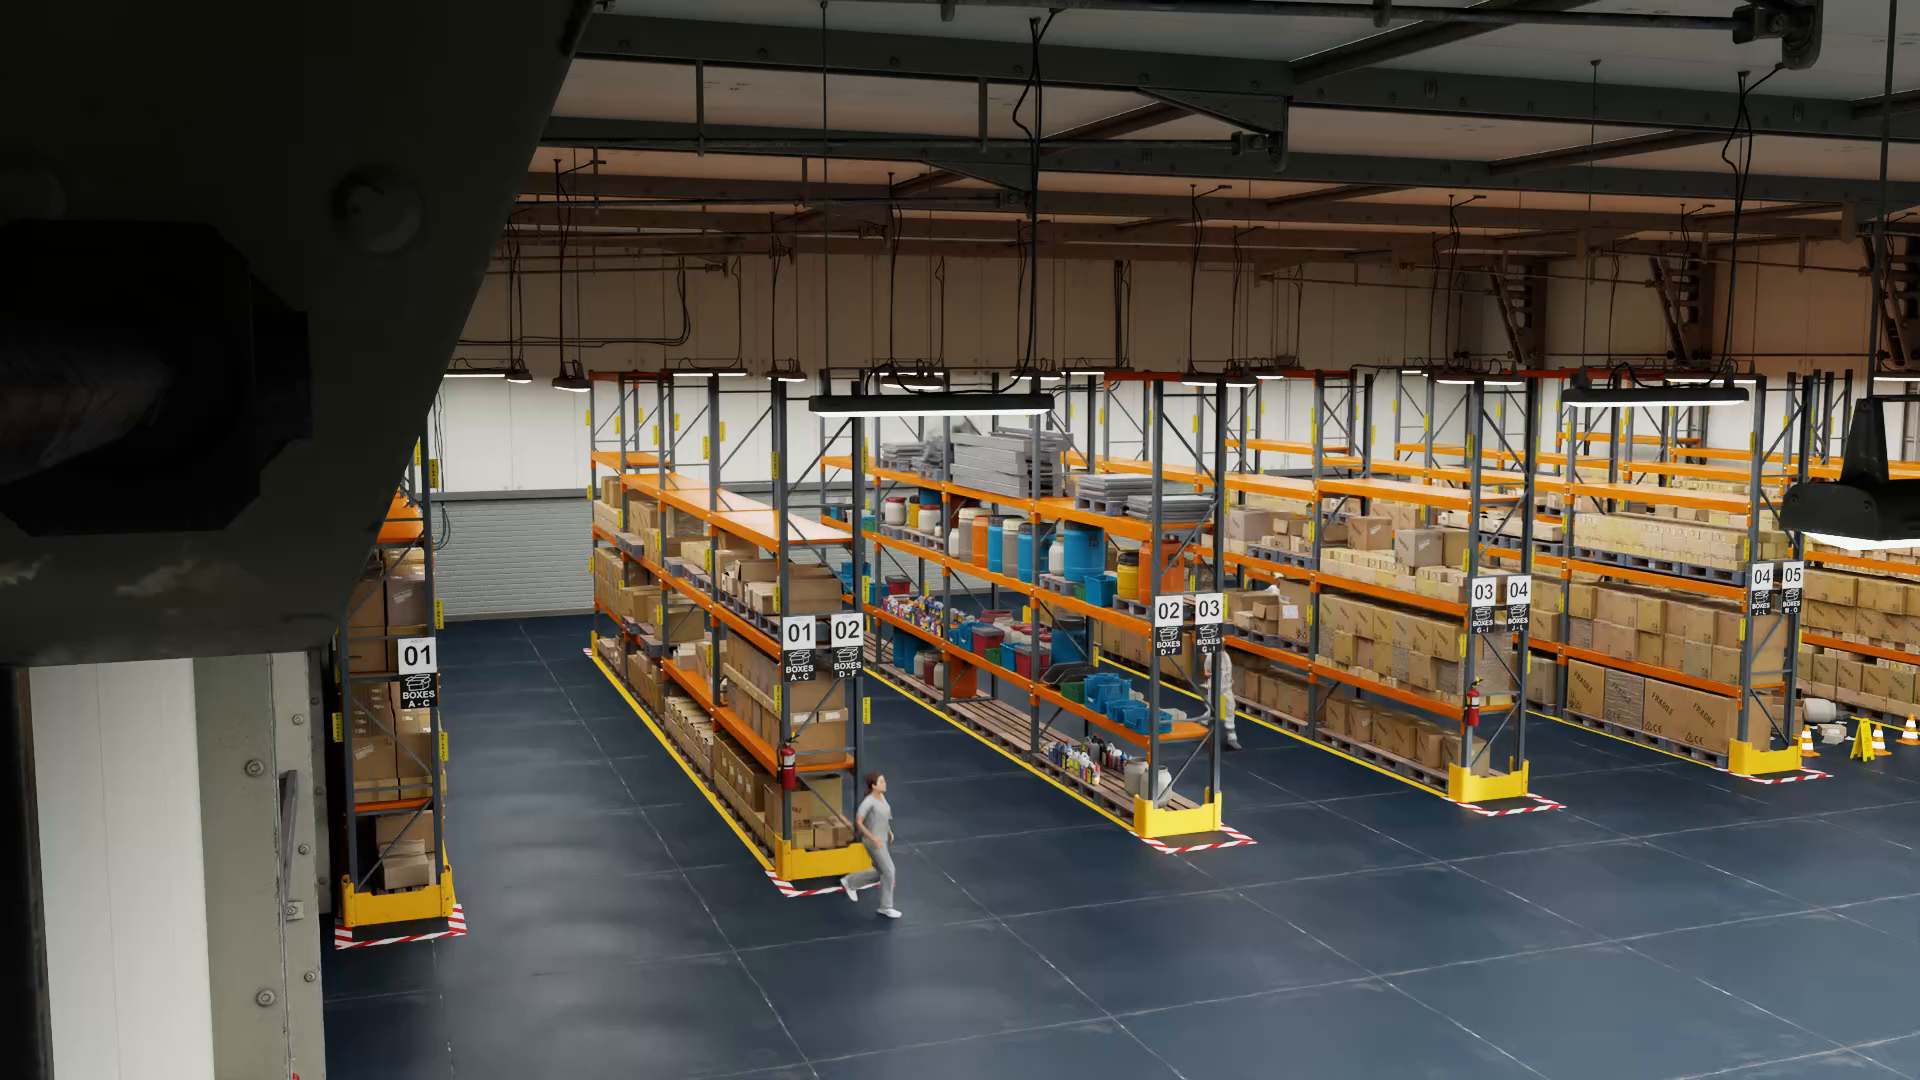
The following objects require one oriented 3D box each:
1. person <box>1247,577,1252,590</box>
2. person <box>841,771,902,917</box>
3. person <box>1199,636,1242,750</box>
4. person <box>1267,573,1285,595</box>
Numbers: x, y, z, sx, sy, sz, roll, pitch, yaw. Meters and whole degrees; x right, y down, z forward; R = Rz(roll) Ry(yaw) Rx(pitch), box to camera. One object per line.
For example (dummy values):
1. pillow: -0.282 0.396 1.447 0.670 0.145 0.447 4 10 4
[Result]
1. person: 7.414 0.735 42.432 0.753 1.850 0.666 -5 8 -36
2. person: -1.014 3.429 18.857 0.762 1.653 0.591 2 7 18
3. person: 4.181 2.422 26.815 0.644 1.806 0.915 -4 8 -33
4. person: 6.754 1.543 35.245 0.700 1.759 0.666 -2 7 -14
